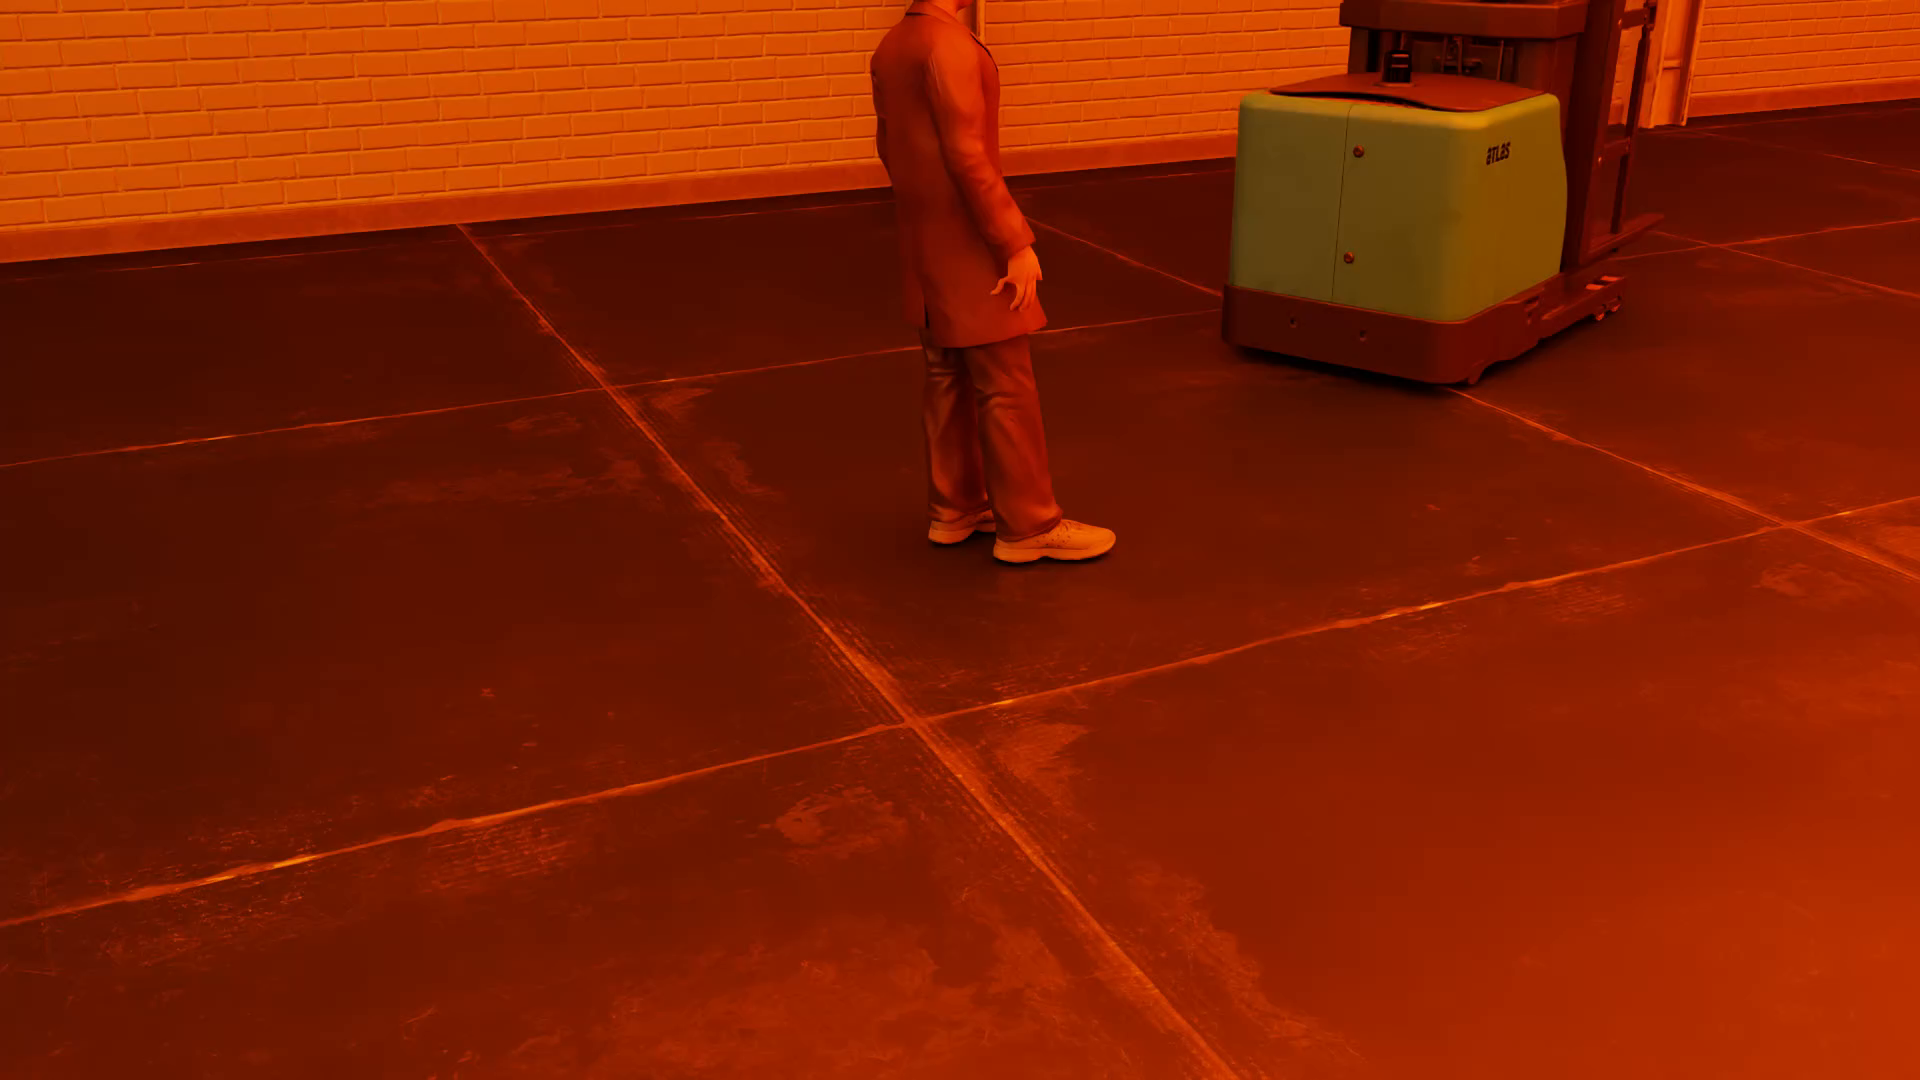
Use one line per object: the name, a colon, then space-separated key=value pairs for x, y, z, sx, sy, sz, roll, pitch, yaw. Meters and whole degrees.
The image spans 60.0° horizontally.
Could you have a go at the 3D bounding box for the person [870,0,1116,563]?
person: x=0.084 y=-0.841 z=4.794 sx=0.582 sy=1.776 sz=0.696 roll=-10 pitch=25 yaw=-23

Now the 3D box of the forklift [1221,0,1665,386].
forklift: x=2.407 y=-2.444 z=7.170 sx=1.130 sy=2.935 sz=3.031 roll=17 pitch=28 yaw=36
